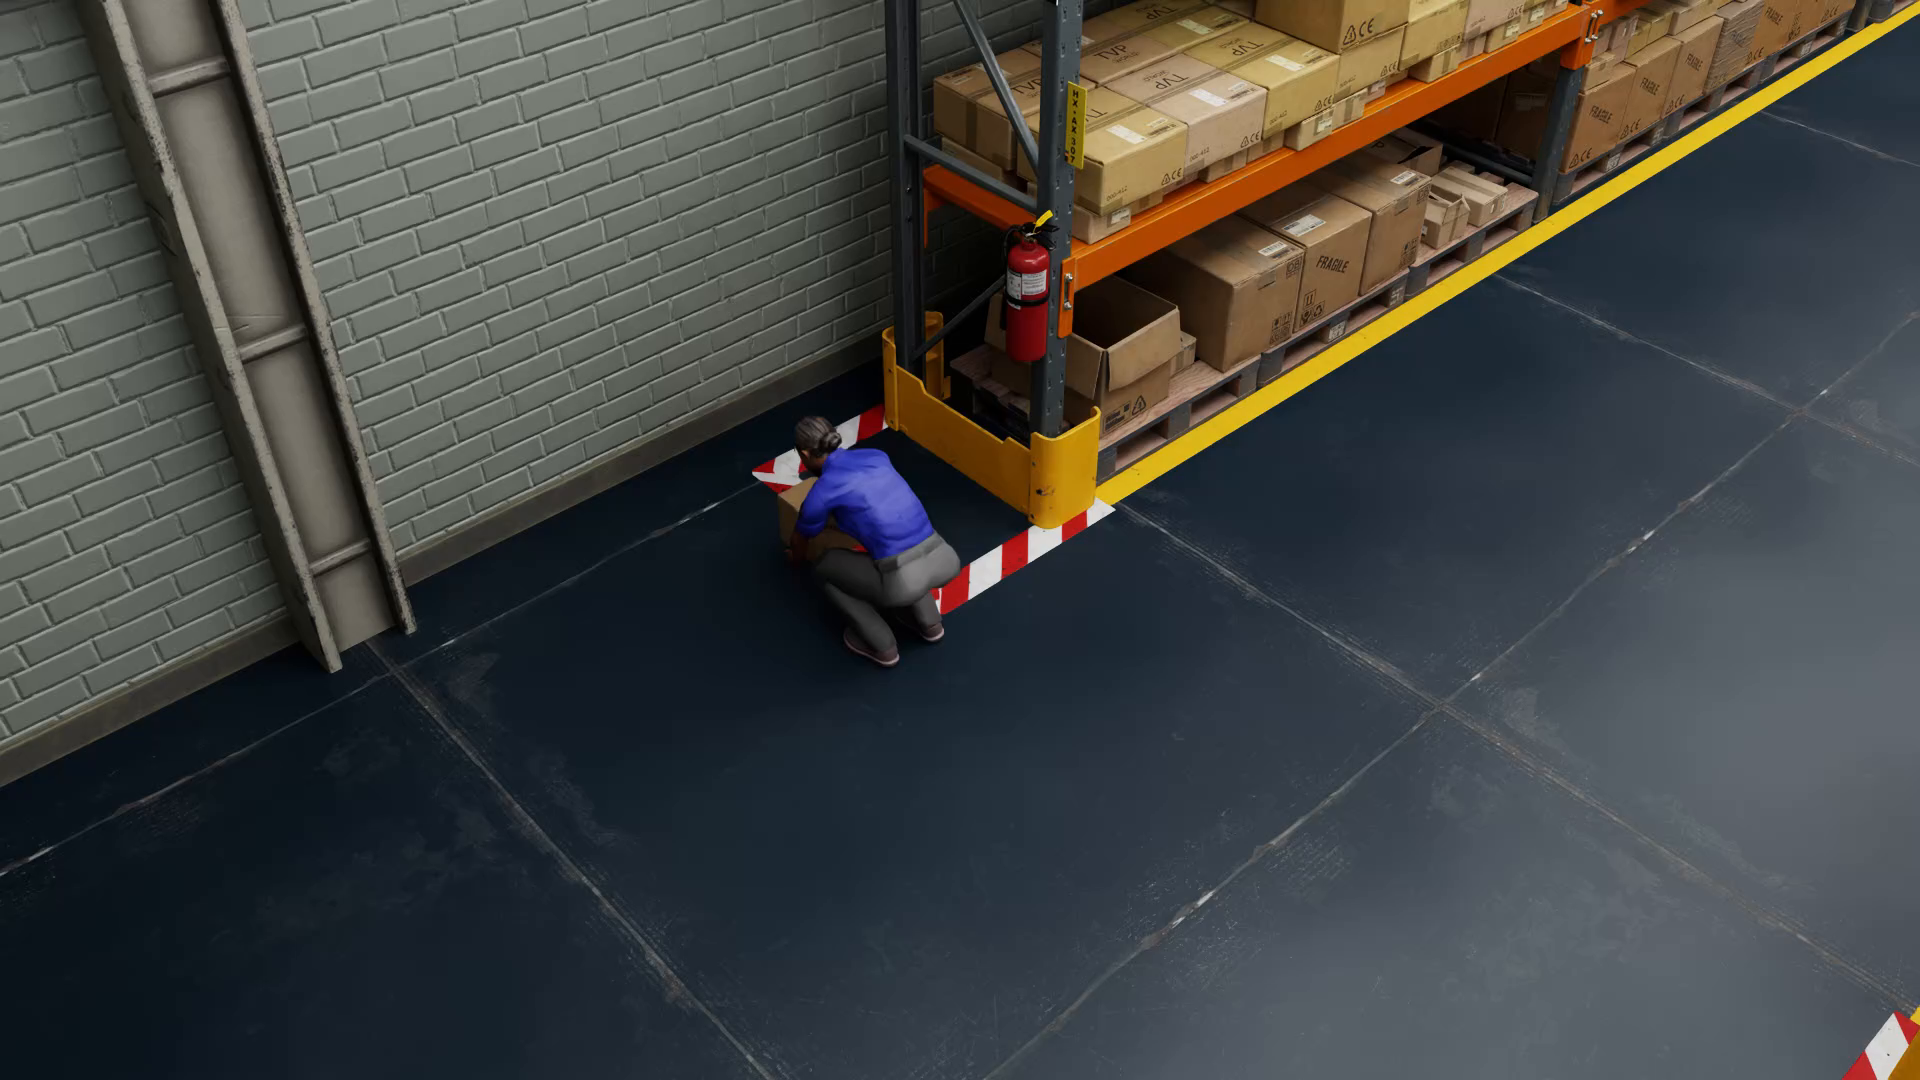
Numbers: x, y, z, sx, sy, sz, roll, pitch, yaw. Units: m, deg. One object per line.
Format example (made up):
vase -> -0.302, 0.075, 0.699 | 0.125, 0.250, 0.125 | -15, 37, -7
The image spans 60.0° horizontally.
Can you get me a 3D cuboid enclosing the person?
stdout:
person -> -0.377, -0.006, 6.727 | 0.482, 0.946, 0.822 | -29, 48, -30
